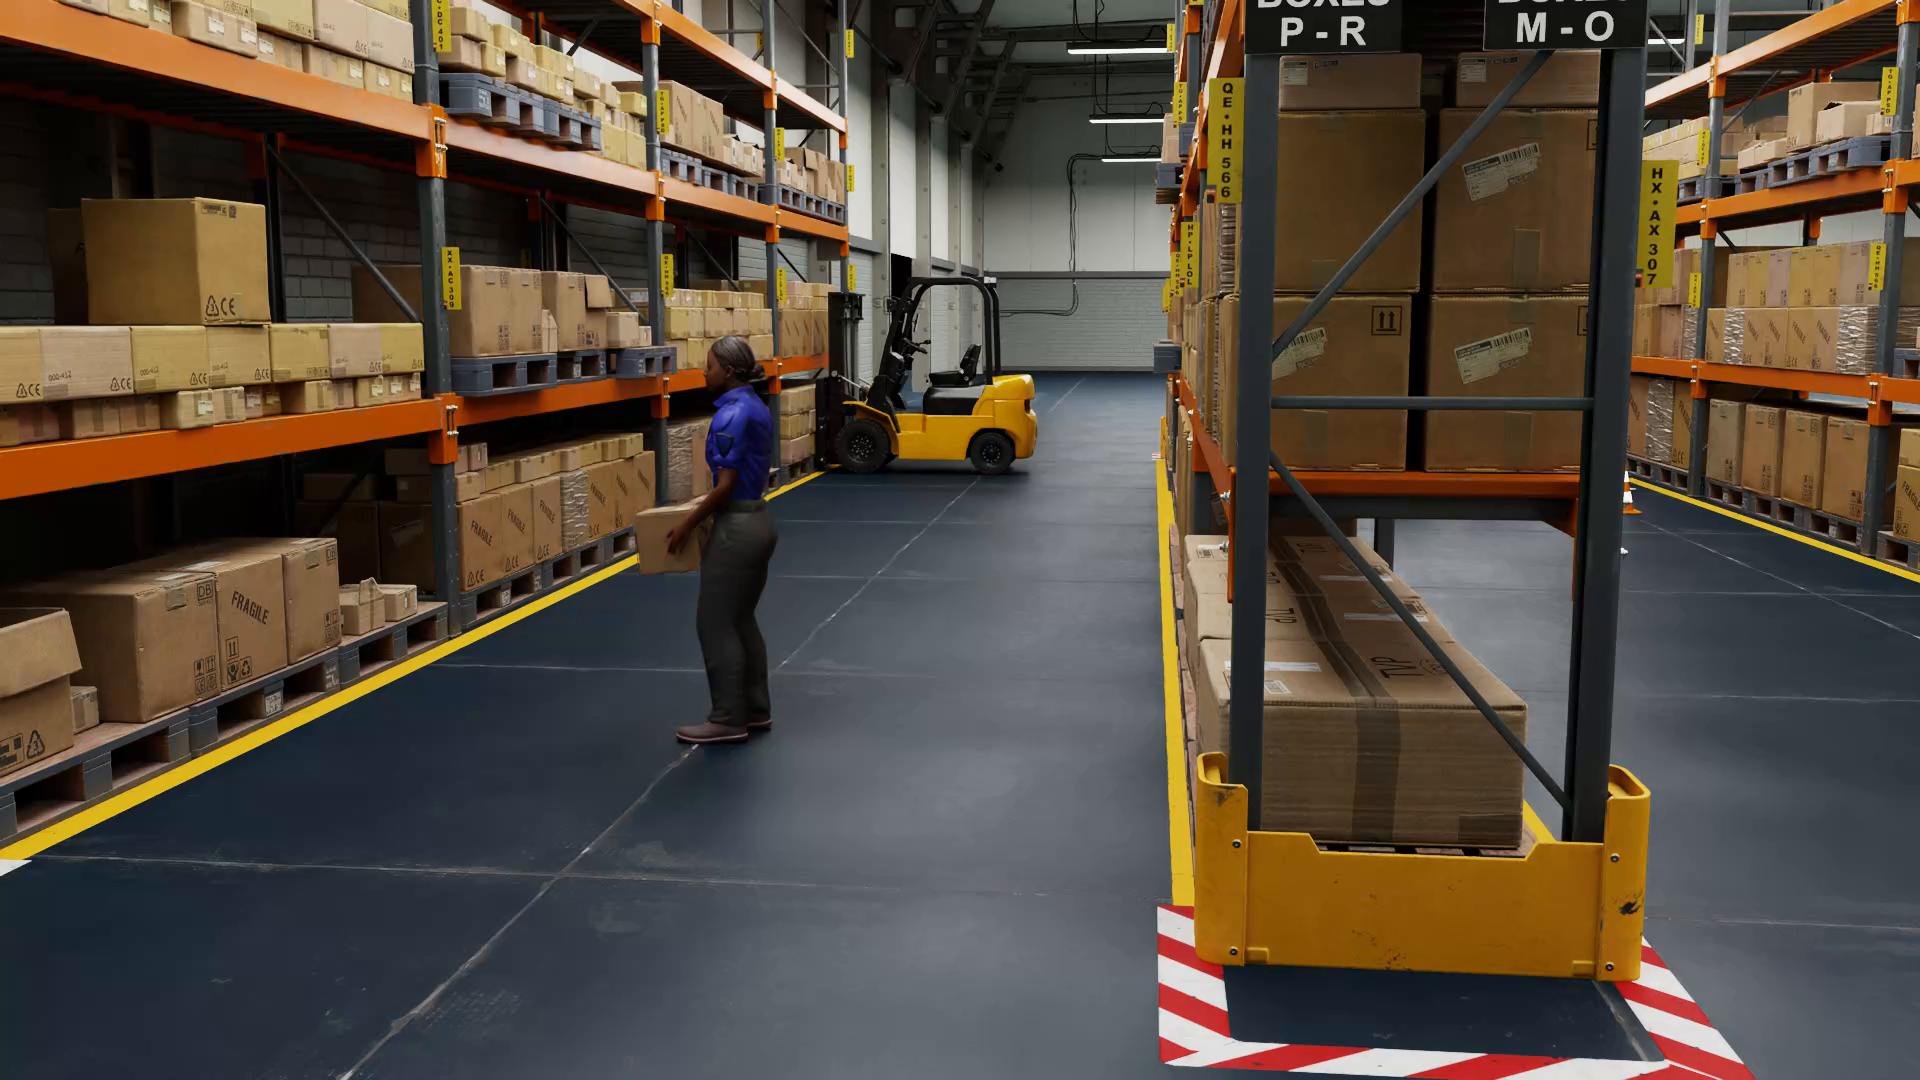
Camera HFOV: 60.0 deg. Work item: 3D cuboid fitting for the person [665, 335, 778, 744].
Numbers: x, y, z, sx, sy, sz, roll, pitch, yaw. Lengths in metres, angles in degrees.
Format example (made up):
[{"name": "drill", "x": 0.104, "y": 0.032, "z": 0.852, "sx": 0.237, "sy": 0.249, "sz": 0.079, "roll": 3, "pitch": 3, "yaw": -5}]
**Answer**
[{"name": "person", "x": -0.972, "y": -0.006, "z": 6.832, "sx": 0.418, "sy": 1.663, "sz": 0.475, "roll": 1, "pitch": 8, "yaw": 5}]
